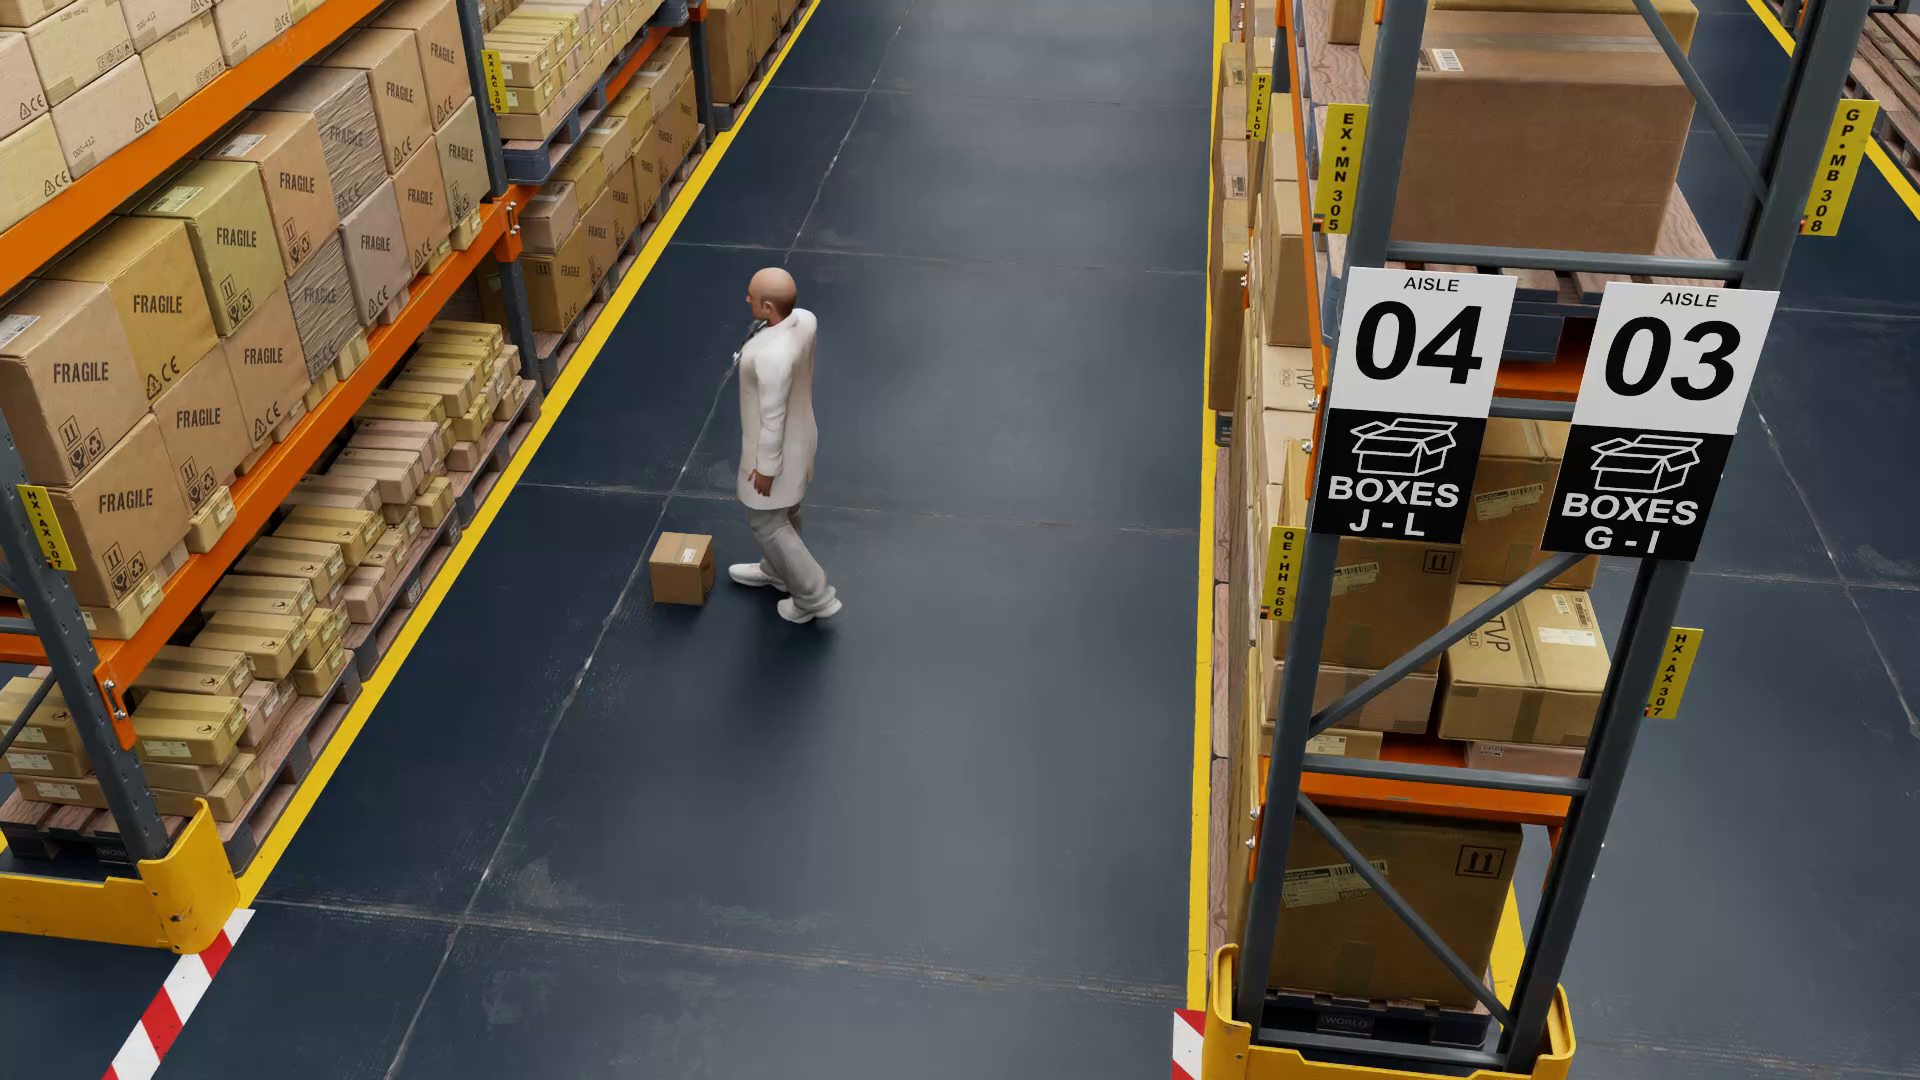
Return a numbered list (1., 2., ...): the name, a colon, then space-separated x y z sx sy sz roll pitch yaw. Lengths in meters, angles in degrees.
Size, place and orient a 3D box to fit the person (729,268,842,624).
1. person: -0.854 -0.461 7.668 0.629 1.765 0.613 9 37 12
